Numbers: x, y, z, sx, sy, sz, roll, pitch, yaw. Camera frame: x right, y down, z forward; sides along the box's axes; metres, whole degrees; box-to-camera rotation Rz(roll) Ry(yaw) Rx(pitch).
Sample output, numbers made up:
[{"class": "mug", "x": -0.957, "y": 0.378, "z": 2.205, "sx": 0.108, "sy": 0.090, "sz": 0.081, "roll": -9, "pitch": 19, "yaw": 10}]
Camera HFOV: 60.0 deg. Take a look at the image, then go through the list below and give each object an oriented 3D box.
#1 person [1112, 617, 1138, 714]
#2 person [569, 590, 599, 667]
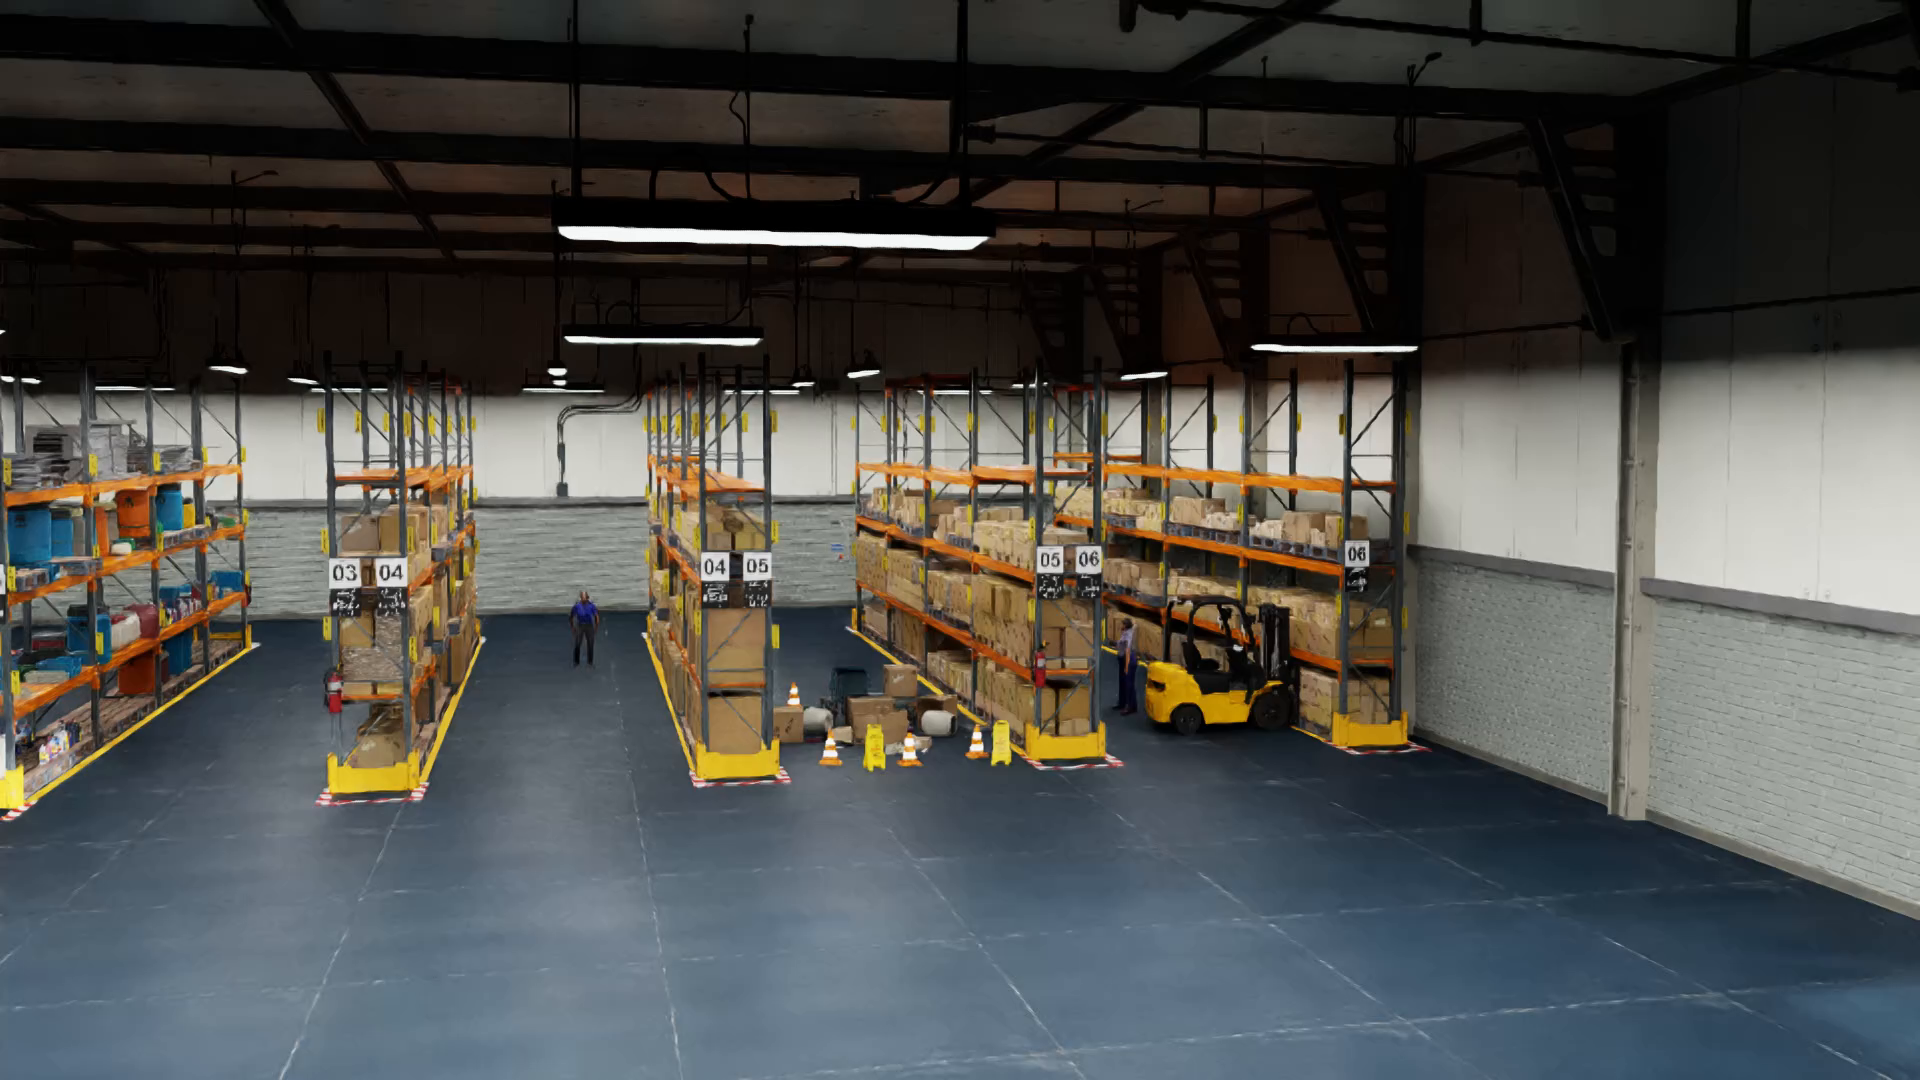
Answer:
[{"class": "person", "x": 2.861, "y": 2.165, "z": 28.862, "sx": 0.468, "sy": 1.652, "sz": 0.523, "roll": 1, "pitch": 4, "yaw": 11}, {"class": "person", "x": -7.740, "y": 1.826, "z": 34.256, "sx": 0.593, "sy": 1.603, "sz": 0.515, "roll": -1, "pitch": 4, "yaw": -15}]
